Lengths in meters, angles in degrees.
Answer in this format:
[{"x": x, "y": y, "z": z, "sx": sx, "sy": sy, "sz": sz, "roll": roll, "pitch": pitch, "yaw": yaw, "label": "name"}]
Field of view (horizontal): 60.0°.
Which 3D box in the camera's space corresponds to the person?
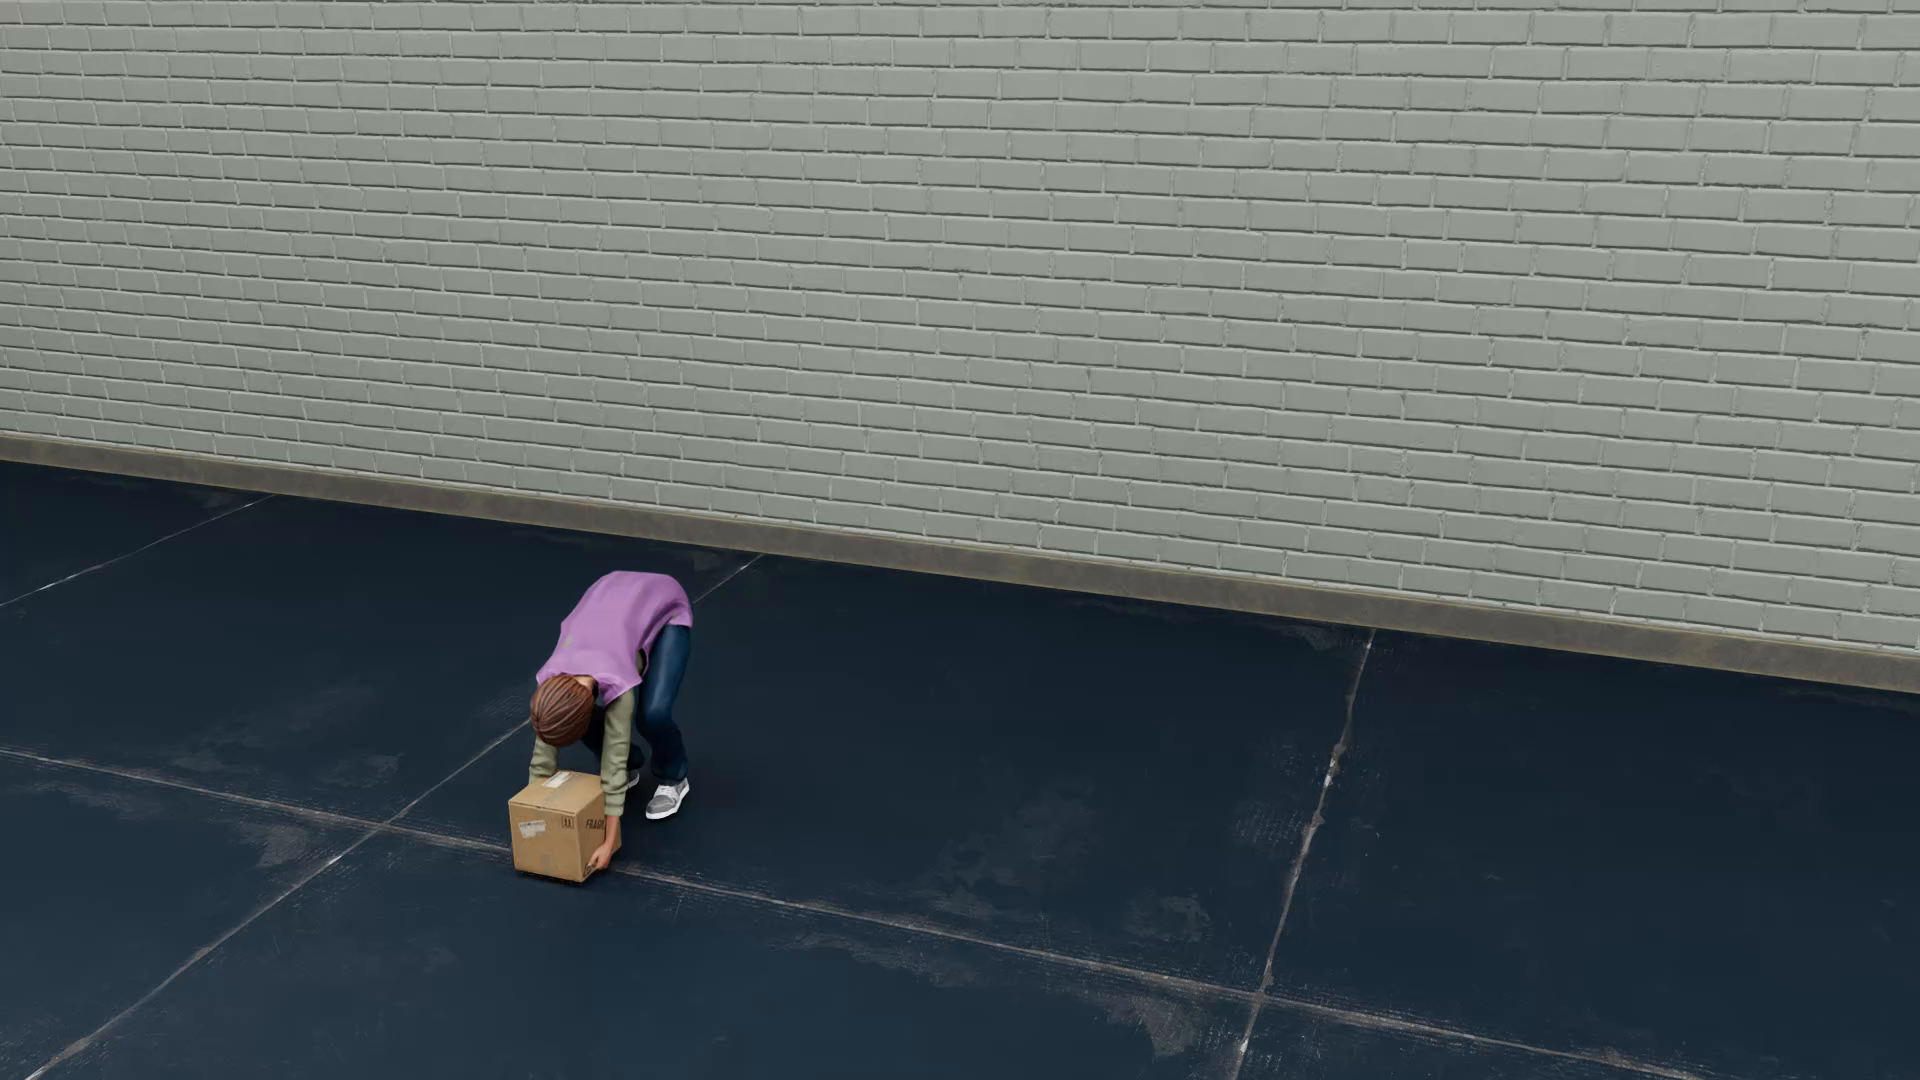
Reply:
[{"x": -6.192, "y": -0.689, "z": 5.623, "sx": 10.315, "sy": 3.195, "sz": 2.876, "roll": 6, "pitch": 20, "yaw": 16, "label": "person"}]
